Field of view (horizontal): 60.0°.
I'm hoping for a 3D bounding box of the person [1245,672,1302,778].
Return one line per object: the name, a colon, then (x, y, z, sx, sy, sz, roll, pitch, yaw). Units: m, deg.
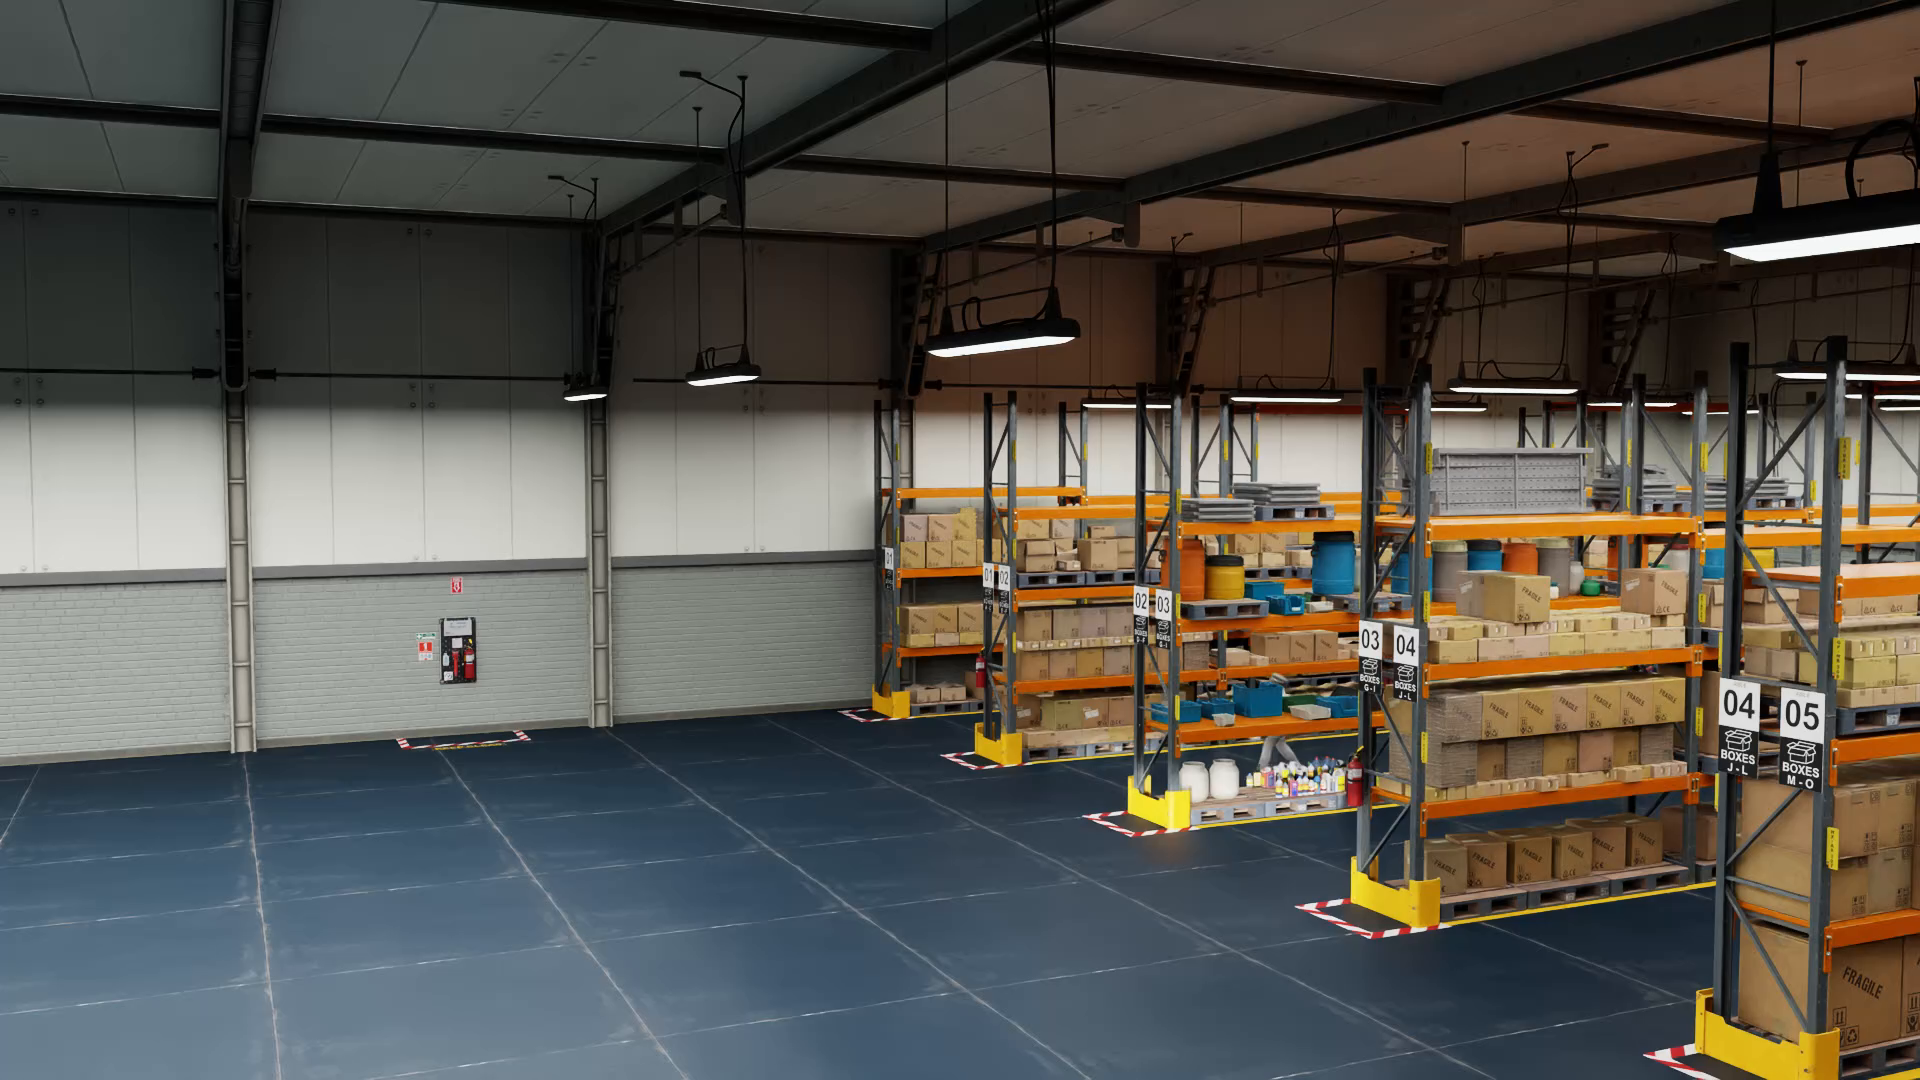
person: (4.818, 2.837, 25.556, 1.005, 1.638, 0.552, -1, 3, -12)
